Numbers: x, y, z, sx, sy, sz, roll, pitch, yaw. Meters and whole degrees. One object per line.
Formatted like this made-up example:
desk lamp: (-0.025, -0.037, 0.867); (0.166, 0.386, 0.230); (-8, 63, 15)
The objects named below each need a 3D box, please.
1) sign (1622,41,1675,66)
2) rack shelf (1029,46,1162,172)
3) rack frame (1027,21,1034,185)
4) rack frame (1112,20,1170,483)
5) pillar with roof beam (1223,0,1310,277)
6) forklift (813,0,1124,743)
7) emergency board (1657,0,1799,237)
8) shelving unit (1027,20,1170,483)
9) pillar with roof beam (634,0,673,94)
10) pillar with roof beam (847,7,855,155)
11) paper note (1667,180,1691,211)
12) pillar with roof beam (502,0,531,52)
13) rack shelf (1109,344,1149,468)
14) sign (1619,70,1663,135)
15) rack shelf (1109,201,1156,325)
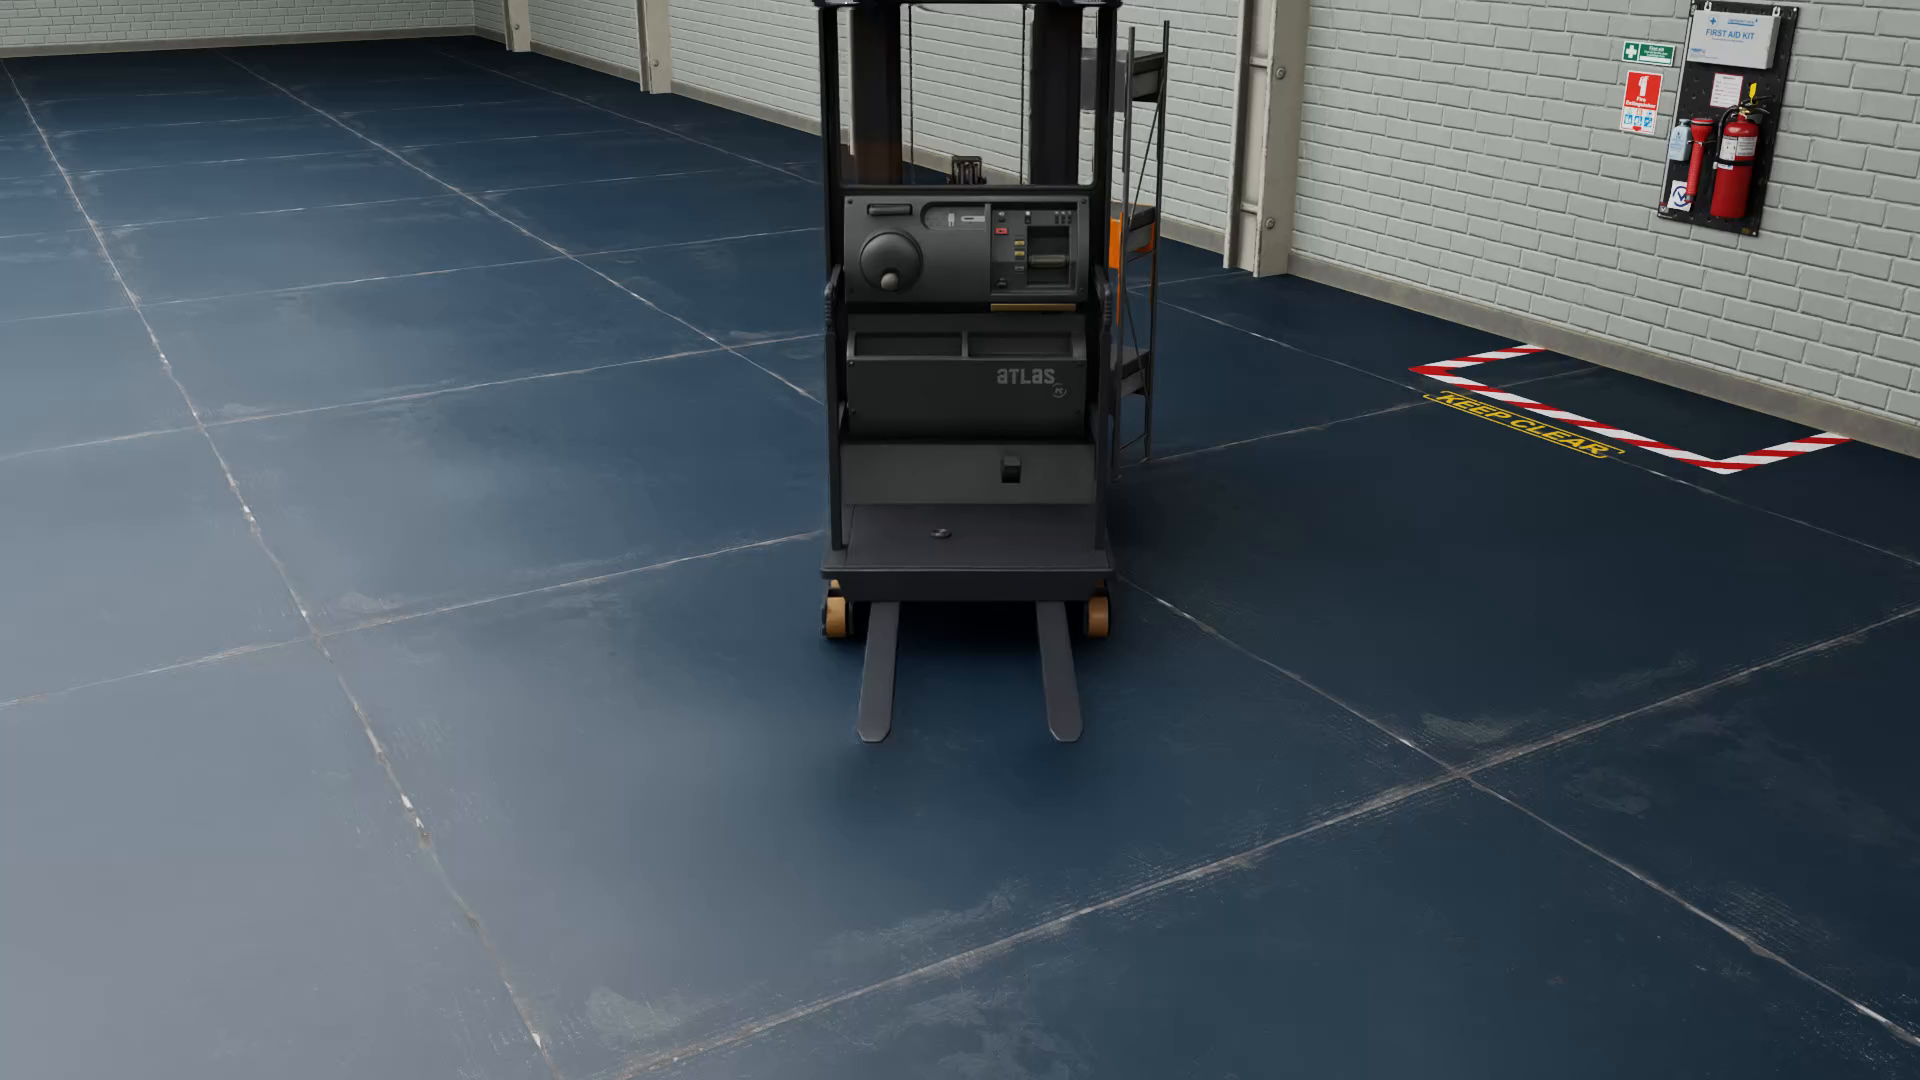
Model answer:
sign: (3.807, -2.693, 9.202); (0.001, 0.109, 0.331); (-13, 25, -28)
rack shelf: (0.630, -1.996, 7.610); (0.480, 0.518, 0.431); (13, 25, 28)
rack frame: (0.420, -1.407, 7.984); (0.015, 2.100, 0.400); (13, 25, 28)
rack frame: (0.840, -1.313, 7.753); (0.015, 2.100, 0.400); (13, 25, 28)
pillar with roof beam: (-1.530, -5.322, 8.453); (9.100, 9.000, 0.400); (-13, 25, -28)
forklift: (0.028, -1.094, 6.112); (1.130, 2.935, 3.031); (0, 22, 0)
emergency board: (4.006, -2.235, 8.828); (0.194, 1.169, 0.643); (-13, 25, -28)
shelving unit: (0.630, -1.360, 7.869); (0.503, 2.100, 0.431); (13, 25, 28)
pillar with roof beam: (-7.660, -9.206, 18.010); (9.100, 9.000, 0.400); (-13, 25, -28)
pillar with roof beam: (-4.595, -7.264, 13.232); (9.100, 9.000, 0.400); (-13, 25, -28)
paper note: (3.975, -1.898, 9.167); (0.016, 0.148, 0.142); (-13, 25, -28)
pillar with roof beam: (-10.725, -11.148, 22.789); (9.100, 9.000, 0.400); (-13, 25, -28)
rack shelf: (0.630, -0.699, 8.137); (0.480, 0.518, 0.431); (13, 25, 28)
sign: (3.812, -2.451, 9.310); (0.001, 0.329, 0.234); (-13, 25, -28)
rack shelf: (0.630, -1.347, 7.874); (0.480, 0.518, 0.431); (13, 25, 28)
